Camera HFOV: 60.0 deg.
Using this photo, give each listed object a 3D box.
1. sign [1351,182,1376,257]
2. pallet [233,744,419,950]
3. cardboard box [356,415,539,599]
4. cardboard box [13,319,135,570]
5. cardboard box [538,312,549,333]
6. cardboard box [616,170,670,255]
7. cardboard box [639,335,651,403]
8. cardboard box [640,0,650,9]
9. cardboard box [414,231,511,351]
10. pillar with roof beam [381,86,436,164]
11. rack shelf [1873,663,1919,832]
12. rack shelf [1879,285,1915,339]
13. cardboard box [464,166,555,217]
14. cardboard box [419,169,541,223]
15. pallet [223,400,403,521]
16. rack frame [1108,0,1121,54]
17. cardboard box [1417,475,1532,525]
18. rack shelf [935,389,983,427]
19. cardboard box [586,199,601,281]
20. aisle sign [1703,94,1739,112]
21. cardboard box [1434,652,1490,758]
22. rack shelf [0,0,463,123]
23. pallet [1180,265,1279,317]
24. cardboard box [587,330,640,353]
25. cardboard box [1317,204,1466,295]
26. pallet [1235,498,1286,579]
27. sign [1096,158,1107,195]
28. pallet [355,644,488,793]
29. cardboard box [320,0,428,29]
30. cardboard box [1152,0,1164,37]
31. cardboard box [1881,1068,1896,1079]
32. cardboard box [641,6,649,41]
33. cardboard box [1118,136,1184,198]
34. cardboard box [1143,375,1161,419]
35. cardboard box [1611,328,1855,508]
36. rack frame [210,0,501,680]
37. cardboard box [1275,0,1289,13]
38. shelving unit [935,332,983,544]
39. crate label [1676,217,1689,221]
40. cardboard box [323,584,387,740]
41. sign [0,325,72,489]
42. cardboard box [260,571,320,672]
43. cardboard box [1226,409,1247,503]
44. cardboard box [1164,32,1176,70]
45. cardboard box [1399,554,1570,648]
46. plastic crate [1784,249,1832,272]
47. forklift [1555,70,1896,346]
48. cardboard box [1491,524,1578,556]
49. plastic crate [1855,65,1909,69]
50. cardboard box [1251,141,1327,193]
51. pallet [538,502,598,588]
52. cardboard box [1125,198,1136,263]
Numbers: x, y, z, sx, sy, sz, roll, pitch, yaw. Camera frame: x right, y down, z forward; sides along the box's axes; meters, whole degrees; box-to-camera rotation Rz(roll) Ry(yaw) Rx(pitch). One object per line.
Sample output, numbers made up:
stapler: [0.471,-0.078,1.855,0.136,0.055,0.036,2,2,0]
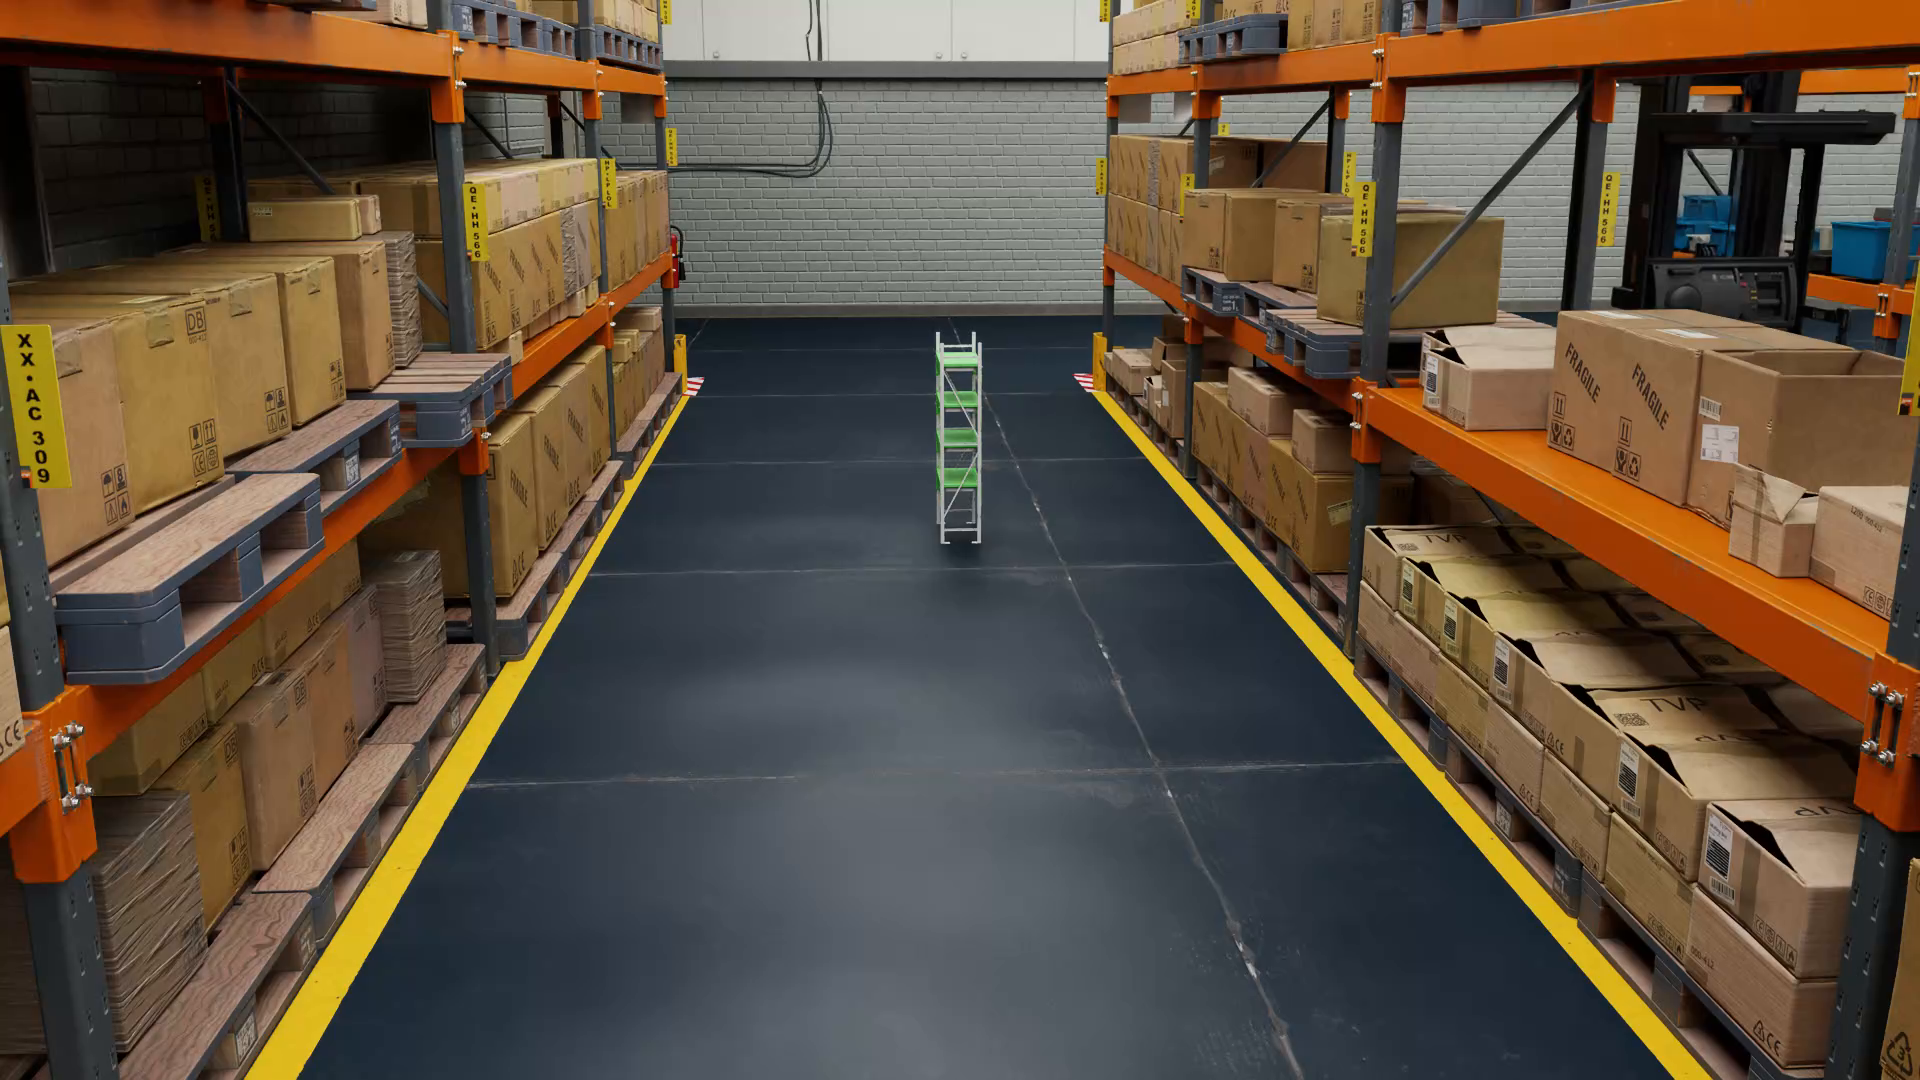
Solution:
sign: [1.785,-1.416,7.345,0.100,0.325,0.005,-1,14,-3]
pallet: [-2.498,1.021,5.636,1.003,0.211,1.213,-1,14,-3]
cardboard box: [-2.532,-0.174,8.155,0.750,0.750,0.750,-1,14,-4]
cardboard box: [-2.367,-0.221,3.781,0.700,0.500,0.500,-1,14,-3]
cardboard box: [-2.522,-1.247,9.318,0.380,0.149,0.250,0,14,-2]
cardboard box: [-3.072,-2.835,14.423,0.980,0.700,0.700,0,14,-1]
cardboard box: [-2.907,-1.387,13.572,0.700,0.500,0.500,-1,14,-5]
cardboard box: [-2.775,-4.509,13.264,0.500,0.500,0.500,0,14,-2]
cardboard box: [-2.392,-1.154,7.653,0.500,0.500,0.500,0,14,-2]
pillar with roof beam: [0.525,-4.954,11.222,9.100,9.000,0.400,-1,14,-3]
rack shelf: [2.698,0.936,1.811,1.077,0.370,4.000,-1,14,-3]
rack shelf: [7.147,-1.129,9.838,1.077,0.370,4.000,-1,14,-3]
cardboard box: [-2.495,-1.894,9.025,0.500,0.250,0.500,-1,14,-5]
cardboard box: [-2.457,-1.767,8.532,0.500,0.250,0.500,-1,14,-3]
pallet: [-2.454,-0.242,5.333,1.003,0.211,1.213,-1,14,-3]
rack frame: [1.831,-5.799,14.506,1.000,3.000,0.127,-1,14,-3]
cardboard box: [2.584,-0.024,8.235,0.500,0.500,0.500,0,14,-1]
rack shelf: [-0.010,-0.793,9.993,0.258,0.148,0.480,-1,14,-3]
cardboard box: [-2.585,-1.913,10.604,0.500,0.500,0.500,-1,14,-4]
aisle sign: [7.063,-4.251,15.311,0.394,0.787,0.004,-1,14,-3]
cardboard box: [2.136,0.613,6.300,0.500,0.250,0.500,-1,14,-5]
rack shelf: [-2.494,-1.434,5.003,1.077,0.370,4.000,-1,14,-3]
pallet: [2.019,-1.606,10.633,1.003,0.211,1.213,-1,14,-3]
cardboard box: [-2.681,-1.534,12.841,0.380,0.149,0.250,-1,14,-5]
cardboard box: [2.309,-1.541,8.954,0.700,0.500,0.500,2,15,7]
pallet: [2.245,-0.043,9.769,1.003,0.211,1.213,-1,14,-3]
sign: [1.289,-3.305,15.113,0.100,0.325,0.005,-1,14,-3]
pallet: [-2.571,0.718,6.812,1.003,0.211,1.213,-1,14,-3]
cardboard box: [-2.303,-2.071,6.176,0.500,0.311,0.500,-1,14,-3]
cardboard box: [1.721,-3.887,12.391,0.500,0.250,0.500,-1,14,-3]
cardboard box: [2.300,1.339,3.479,0.500,0.250,0.500,-1,14,-3]
cardboard box: [-2.769,-4.141,13.338,0.500,0.250,0.500,-1,14,-6]
cardboard box: [1.635,-3.182,14.167,0.500,0.500,0.500,-1,14,-3]
cardboard box: [1.714,-1.134,12.926,0.500,0.311,0.500,-1,14,-3]
cardboard box: [2.479,-0.405,5.379,0.500,0.500,0.500,-1,14,-3]
rack frame: [-2.617,-0.827,7.220,1.000,3.000,0.127,-1,14,-3]
cardboard box: [2.122,-3.194,9.156,0.600,0.600,0.600,-1,15,-6]
shelving unit: [-0.010,-0.622,10.037,0.258,1.200,0.503,-1,14,-3]
crate label: [6.462,-2.851,15.303,0.416,0.233,0.303,-1,14,-3]
cardboard box: [-2.605,0.479,6.279,0.700,0.500,0.500,-1,14,-4]
sign: [-1.829,-0.262,3.286,0.100,0.325,0.005,-1,14,-3]
cardboard box: [-2.511,0.256,5.639,0.500,0.250,0.500,-1,14,-4]
cardboard box: [1.933,-0.521,10.164,0.500,0.500,0.500,-1,14,-3]
cardboard box: [1.763,-3.520,11.971,0.500,0.250,0.500,-1,14,-3]
cardboard box: [2.107,0.218,6.711,0.500,0.311,0.500,-1,14,-5]
plastic crate: [6.685,-2.145,12.774,0.437,0.125,0.590,-1,14,-3]
forklift: [4.771,-1.537,10.117,1.130,2.935,3.031,-2,15,-6]
cardboard box: [2.605,0.079,7.250,0.500,0.311,0.500,-1,14,-2]
plastic crate: [6.695,-3.425,11.725,0.450,0.188,0.662,-1,14,-3]
cardboard box: [2.330,-2.553,11.723,0.500,0.500,0.500,-1,14,-2]
pallet: [-2.664,0.024,9.511,1.003,0.211,1.213,-1,14,-3]
cardboard box: [1.661,-2.575,13.813,0.500,0.500,0.500,-1,14,-4]
